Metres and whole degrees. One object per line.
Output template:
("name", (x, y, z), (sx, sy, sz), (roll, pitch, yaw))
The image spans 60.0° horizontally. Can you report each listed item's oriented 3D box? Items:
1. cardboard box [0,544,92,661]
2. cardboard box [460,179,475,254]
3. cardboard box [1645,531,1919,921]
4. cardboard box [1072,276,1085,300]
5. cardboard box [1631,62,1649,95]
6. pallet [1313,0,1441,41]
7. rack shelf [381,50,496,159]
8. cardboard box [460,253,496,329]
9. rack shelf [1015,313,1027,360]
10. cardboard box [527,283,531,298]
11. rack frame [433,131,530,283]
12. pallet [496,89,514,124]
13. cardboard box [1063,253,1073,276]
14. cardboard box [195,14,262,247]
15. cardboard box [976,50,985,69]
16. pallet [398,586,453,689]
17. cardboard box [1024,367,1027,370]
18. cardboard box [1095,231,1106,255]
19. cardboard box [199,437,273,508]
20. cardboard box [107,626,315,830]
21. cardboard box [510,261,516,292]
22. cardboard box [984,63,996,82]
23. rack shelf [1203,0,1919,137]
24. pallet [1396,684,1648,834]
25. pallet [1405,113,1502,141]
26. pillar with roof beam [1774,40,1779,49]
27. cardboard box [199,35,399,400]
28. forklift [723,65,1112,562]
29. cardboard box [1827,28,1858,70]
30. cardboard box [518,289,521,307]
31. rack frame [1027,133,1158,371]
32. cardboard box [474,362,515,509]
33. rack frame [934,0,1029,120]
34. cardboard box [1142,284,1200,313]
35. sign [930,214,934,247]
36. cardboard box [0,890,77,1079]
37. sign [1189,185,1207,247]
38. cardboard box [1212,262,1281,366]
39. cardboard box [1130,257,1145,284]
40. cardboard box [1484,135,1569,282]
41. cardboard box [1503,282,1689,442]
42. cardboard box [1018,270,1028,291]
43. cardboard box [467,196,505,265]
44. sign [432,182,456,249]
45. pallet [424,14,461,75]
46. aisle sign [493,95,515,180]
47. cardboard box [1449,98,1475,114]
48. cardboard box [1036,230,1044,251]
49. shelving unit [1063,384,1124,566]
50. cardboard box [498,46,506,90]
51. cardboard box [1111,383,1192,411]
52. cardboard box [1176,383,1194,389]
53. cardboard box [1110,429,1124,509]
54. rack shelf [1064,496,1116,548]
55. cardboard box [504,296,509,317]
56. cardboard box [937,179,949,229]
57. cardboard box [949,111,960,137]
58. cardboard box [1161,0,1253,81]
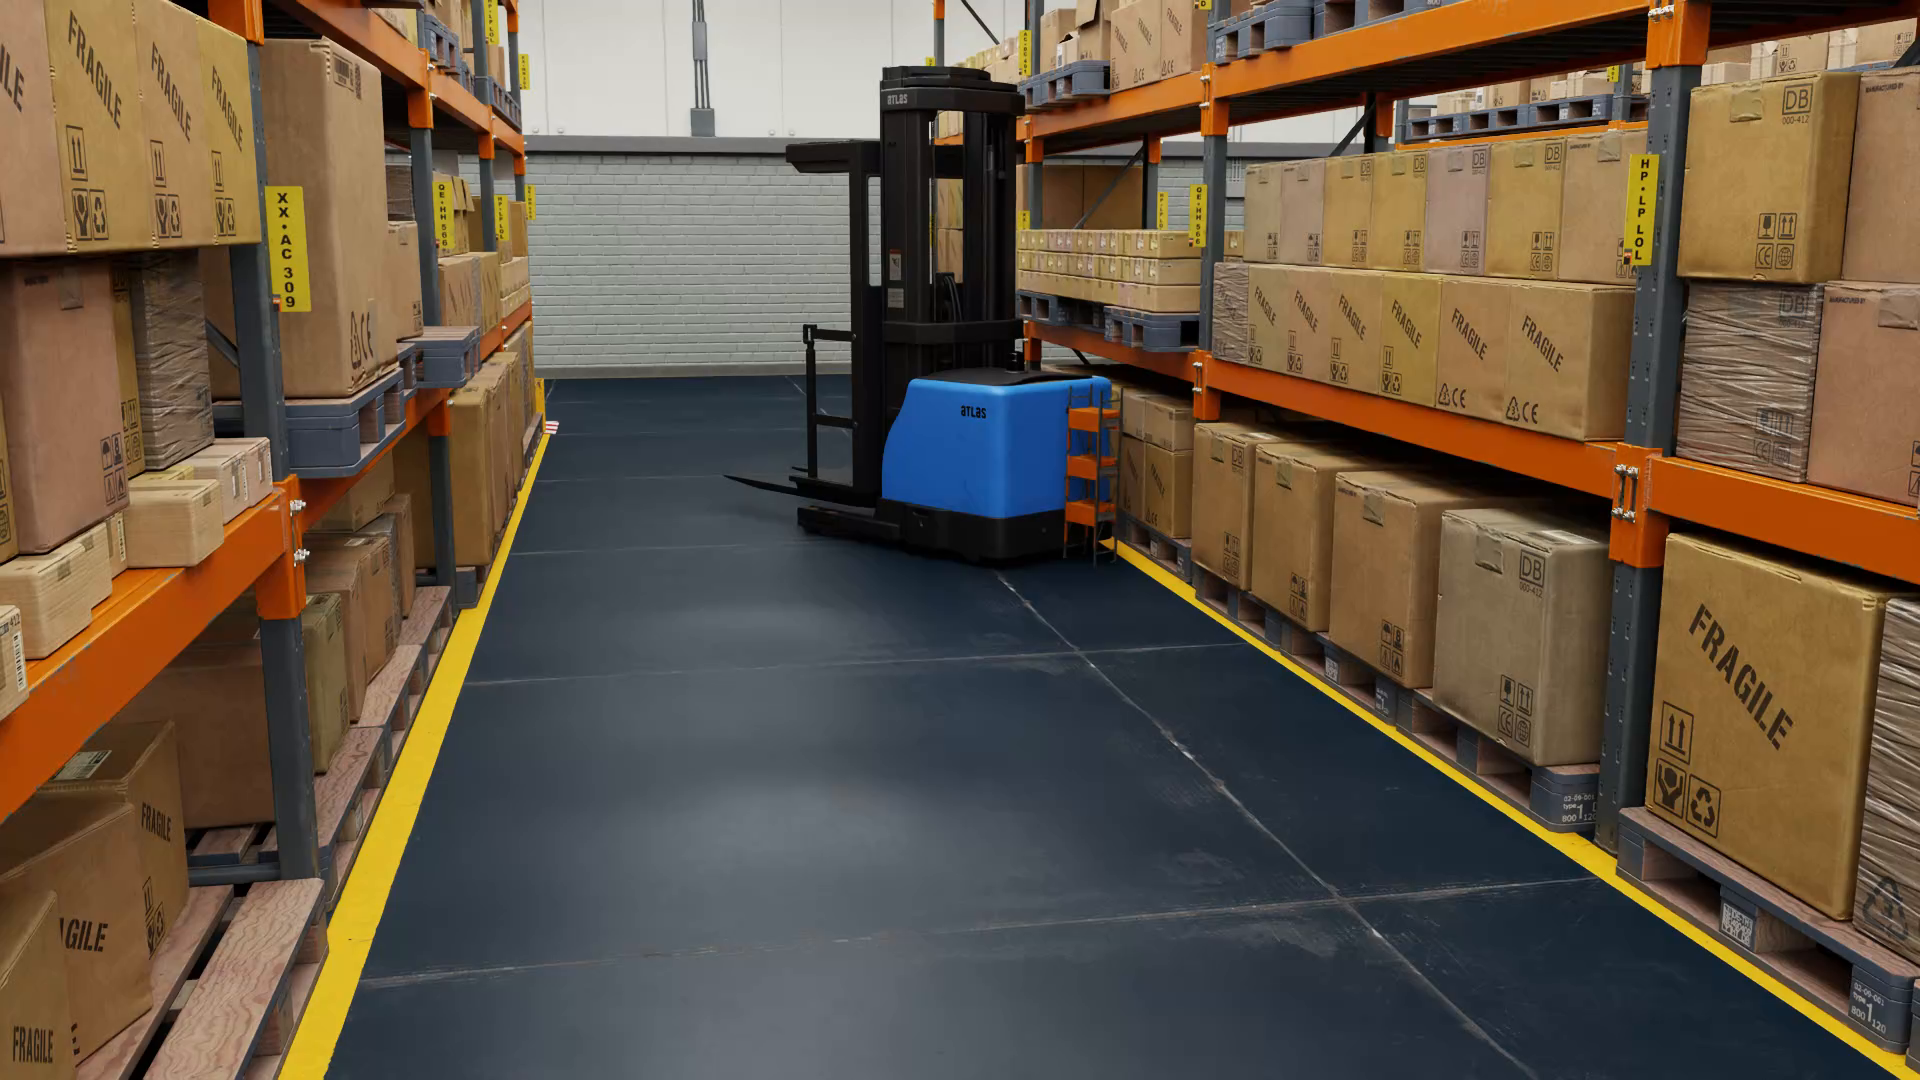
("cardboard box", (-1.700, 0.108, 2.781), (0.380, 0.149, 0.250), (-2, 11, -11))
("cardboard box", (-3.731, -2.213, 11.349), (0.797, 0.503, 0.637), (-2, 11, -12))
("cardboard box", (2.631, 0.473, 4.747), (0.875, 0.875, 0.875), (-2, 11, -10))
("cardboard box", (0.952, -1.658, 10.932), (0.380, 0.149, 0.250), (-3, 11, -14))
("cardboard box", (5.949, -4.042, 14.228), (0.500, 0.500, 0.500), (-2, 11, -10))
("pallet", (2.197, -2.275, 7.111), (1.003, 0.211, 1.213), (-2, 11, -8))
("rack shelf", (-3.474, -2.541, 9.925), (1.077, 0.370, 4.000), (-2, 11, -11))
("cardboard box", (-3.415, -1.670, 11.180), (0.500, 0.500, 0.500), (-2, 11, -9))
("rack shelf", (0.633, -1.963, 14.911), (1.077, 0.370, 4.000), (-2, 11, -11))
("cardboard box", (-4.249, -2.344, 15.663), (0.380, 0.149, 0.250), (-2, 11, -10))
("rack frame", (-4.641, -2.521, 15.920), (1.000, 3.000, 0.127), (-2, 11, -11))
("pallet", (-4.246, -3.591, 13.757), (1.003, 0.211, 1.213), (-2, 11, -11))
("cardboard box", (0.907, -1.849, 11.142), (0.380, 0.149, 0.250), (-2, 11, -12))
("cardboard box", (-1.950, -0.934, 3.845), (0.500, 0.500, 0.500), (-2, 11, -11))
("cardboard box", (0.346, -4.120, 14.296), (0.380, 0.149, 0.250), (-2, 11, -12))
("pallet", (-2.935, 0.459, 7.719), (1.003, 0.211, 1.213), (-2, 11, -11))
("cardboard box", (0.751, -1.552, 15.740), (0.380, 0.149, 0.250), (-3, 11, -13))
("cardboard box", (1.060, -1.852, 10.360), (0.380, 0.149, 0.250), (-2, 11, -11))
("cardboard box", (-1.977, -0.168, 4.229), (0.380, 0.149, 0.250), (-2, 11, -11))
("cardboard box", (-2.406, 0.578, 5.145), (0.700, 0.500, 0.500), (-3, 11, -15))
("cardboard box", (-3.896, -2.142, 13.533), (0.500, 0.250, 0.500), (-2, 11, -10))
("cardboard box", (0.487, -3.862, 14.004), (0.500, 0.250, 0.500), (-2, 11, -9))
("rack shelf", (2.189, -1.969, 6.921), (1.077, 0.370, 4.000), (-2, 11, -11))
("pallet", (2.354, 0.749, 6.197), (1.003, 0.211, 1.213), (-2, 11, -11))
("pallet", (5.234, -4.176, 16.829), (1.003, 0.211, 1.213), (-2, 11, -11))
("pillar with roof beam", (6.085, -6.381, 20.152), (9.100, 9.000, 0.400), (-2, 11, -11))
("cardboard box", (-2.325, -0.972, 5.054), (1.000, 1.000, 1.000), (-2, 11, -11))
("forklift", (-0.426, -1.525, 10.868), (1.130, 2.935, 3.031), (-10, 15, -42))
("cardboard box", (6.024, -3.268, 11.058), (0.396, 0.266, 0.258), (-2, 11, -12))
("cardboard box", (-3.952, -2.064, 14.190), (0.380, 0.149, 0.250), (-2, 11, -10))
("rack frame", (1.022, -1.949, 12.916), (1.000, 3.000, 0.127), (-2, 11, -11))
("cardboard box", (-3.545, -0.670, 10.751), (1.225, 0.875, 0.875), (-3, 11, -13))
("rack frame", (0.244, -5.630, 16.210), (1.000, 3.000, 0.127), (-2, 11, -11))
("cardboard box", (1.253, -1.372, 9.433), (0.380, 0.149, 0.250), (-2, 11, -10))
("sign", (-0.289, -3.089, 16.586), (0.100, 0.325, 0.005), (-2, 11, -11))
("cardboard box", (-1.952, 0.992, 3.025), (0.500, 0.500, 0.500), (-3, 11, -16))
("sign", (1.269, -1.724, 8.848), (0.100, 0.325, 0.005), (-2, 11, -11))
("cardboard box", (1.622, -1.173, 8.568), (0.500, 0.500, 0.500), (-2, 11, -10))
("cardboard box", (1.203, -1.568, 9.664), (0.380, 0.149, 0.250), (-2, 11, -9))
("cardboard box", (2.373, -1.208, 6.077), (0.700, 0.500, 0.500), (-2, 11, -12))
("cardboard box", (2.214, -0.617, 5.650), (0.500, 0.500, 0.500), (-2, 11, -11))
("cardboard box", (0.647, -1.943, 12.433), (0.380, 0.149, 0.250), (-3, 11, -14))
("cardboard box", (-3.706, -2.326, 12.492), (0.500, 0.500, 0.500), (-2, 11, -11))
("sign", (-2.555, -1.605, 8.223), (0.100, 0.325, 0.005), (-2, 11, -11))
("pallet", (-3.263, -2.551, 8.559), (1.213, 0.211, 1.003), (-2, 11, -8))
("aisle sign", (-4.361, -3.822, 15.804), (0.394, 0.787, 0.004), (-2, 11, -11))
("cardboard box", (5.066, -4.279, 16.416), (0.380, 0.149, 0.250), (-2, 11, -9))
("cardboard box", (0.755, -2.138, 11.862), (0.380, 0.149, 0.250), (-2, 11, -11))
("shelving unit", (0.794, -0.391, 9.925), (0.215, 1.050, 0.252), (-10, 16, -43))
("cardboard box", (-4.488, -4.206, 15.091), (0.700, 0.500, 0.500), (-3, 11, -14))
("cardboard box", (1.217, -0.864, 10.772), (0.500, 0.250, 0.500), (-2, 11, -10))
("cardboard box", (1.721, -0.882, 10.865), (0.500, 0.250, 0.500), (-2, 11, -11))
("cardboard box", (1.199, -0.497, 10.848), (0.500, 0.500, 0.500), (-3, 11, -14))
("rack shelf", (0.788, -0.109, 9.985), (0.215, 0.259, 0.240), (-10, 16, -43))
("cardboard box", (-3.646, -1.779, 12.691), (0.380, 0.149, 0.250), (-2, 11, -13))
("cardboard box", (0.071, -3.277, 16.156), (0.500, 0.500, 0.500), (-2, 11, -11))
("cardboard box", (0.178, -3.894, 15.514), (0.500, 0.250, 0.500), (-2, 11, -9))
("cardboard box", (1.439, -2.834, 9.274), (0.500, 0.500, 0.500), (-2, 11, -11))
